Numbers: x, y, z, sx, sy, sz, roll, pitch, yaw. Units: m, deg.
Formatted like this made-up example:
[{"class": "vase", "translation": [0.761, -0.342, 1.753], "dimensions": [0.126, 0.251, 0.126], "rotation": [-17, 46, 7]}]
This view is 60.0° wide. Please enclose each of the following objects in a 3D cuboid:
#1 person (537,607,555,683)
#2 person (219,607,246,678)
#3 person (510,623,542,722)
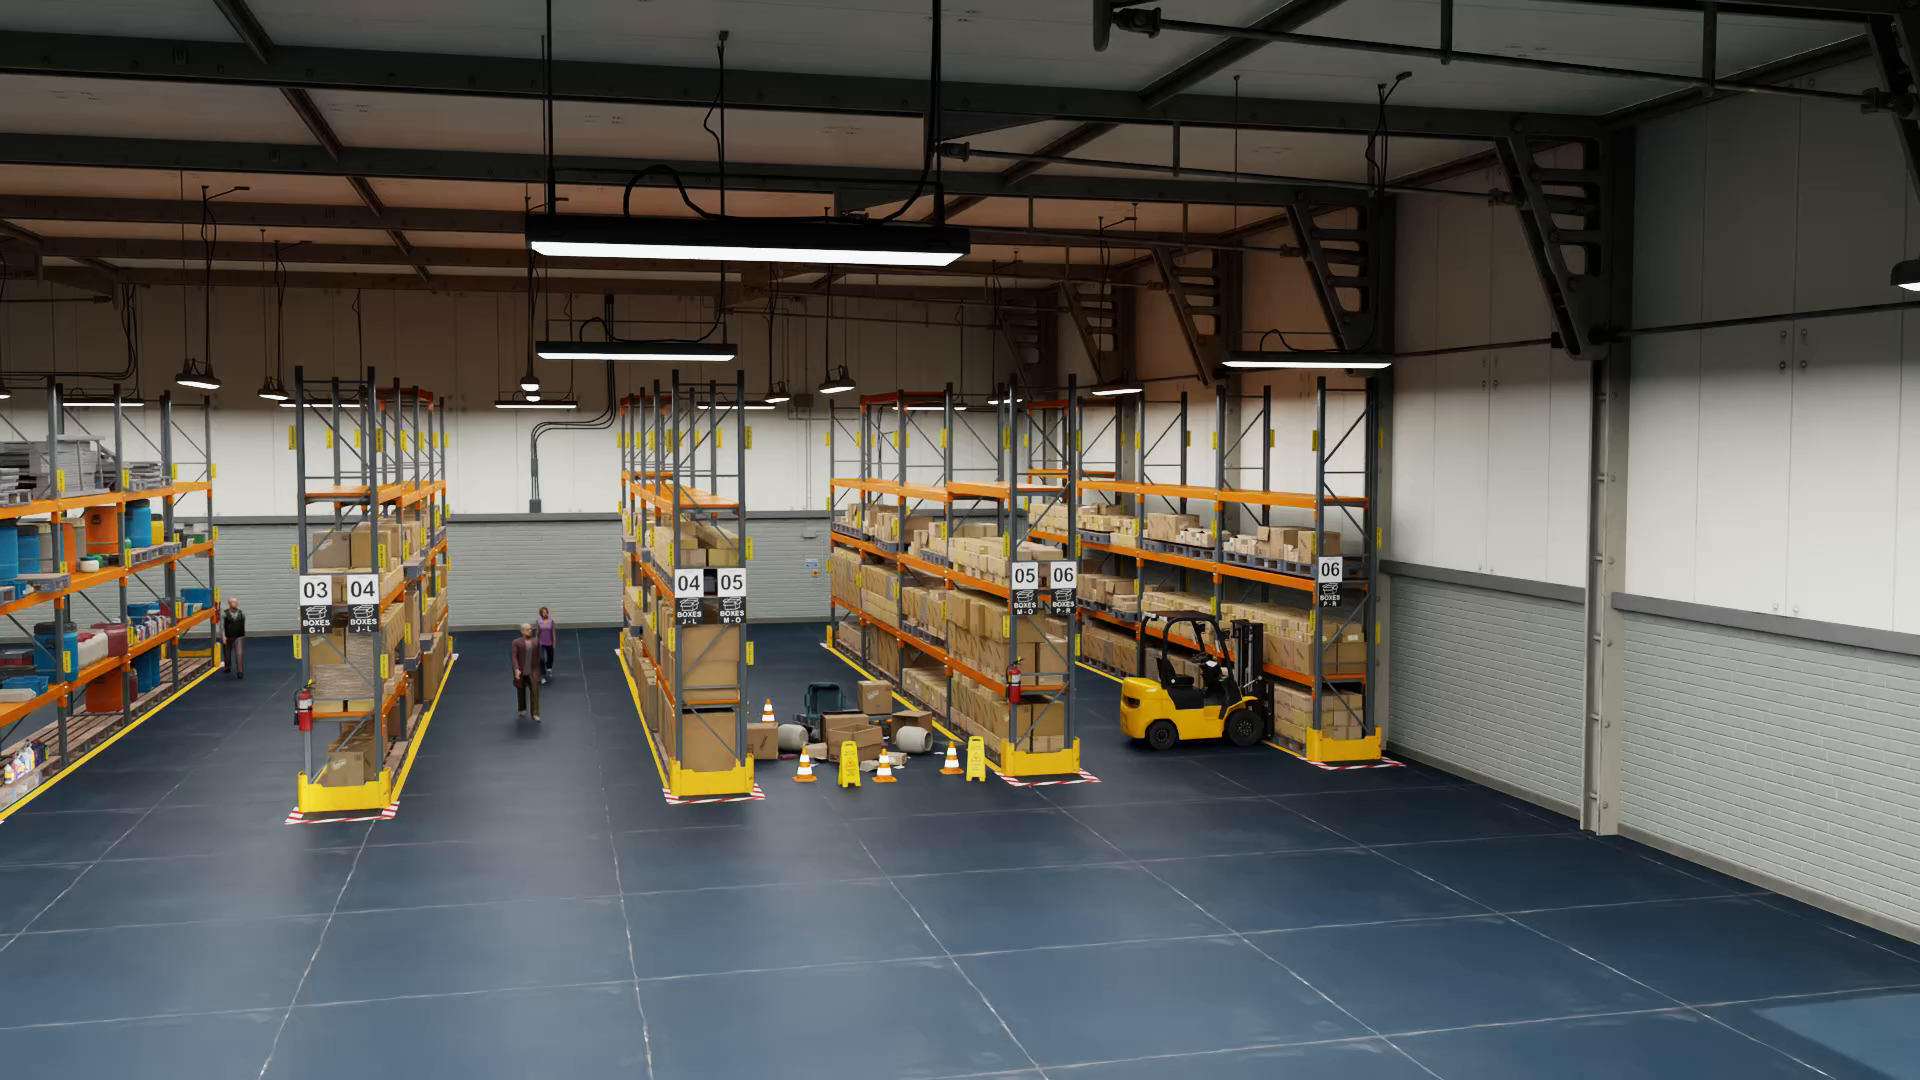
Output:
[{"class": "person", "translation": [-8.595, 2.150, 34.475], "dimensions": [0.404, 1.562, 0.768], "rotation": [-1, 4, -15]}, {"class": "person", "translation": [-15.324, 2.156, 35.053], "dimensions": [0.511, 1.484, 1.017], "rotation": [-2, 4, -24]}, {"class": "person", "translation": [-7.722, 2.345, 29.575], "dimensions": [0.546, 1.715, 1.128], "rotation": [-1, 4, -19]}]
